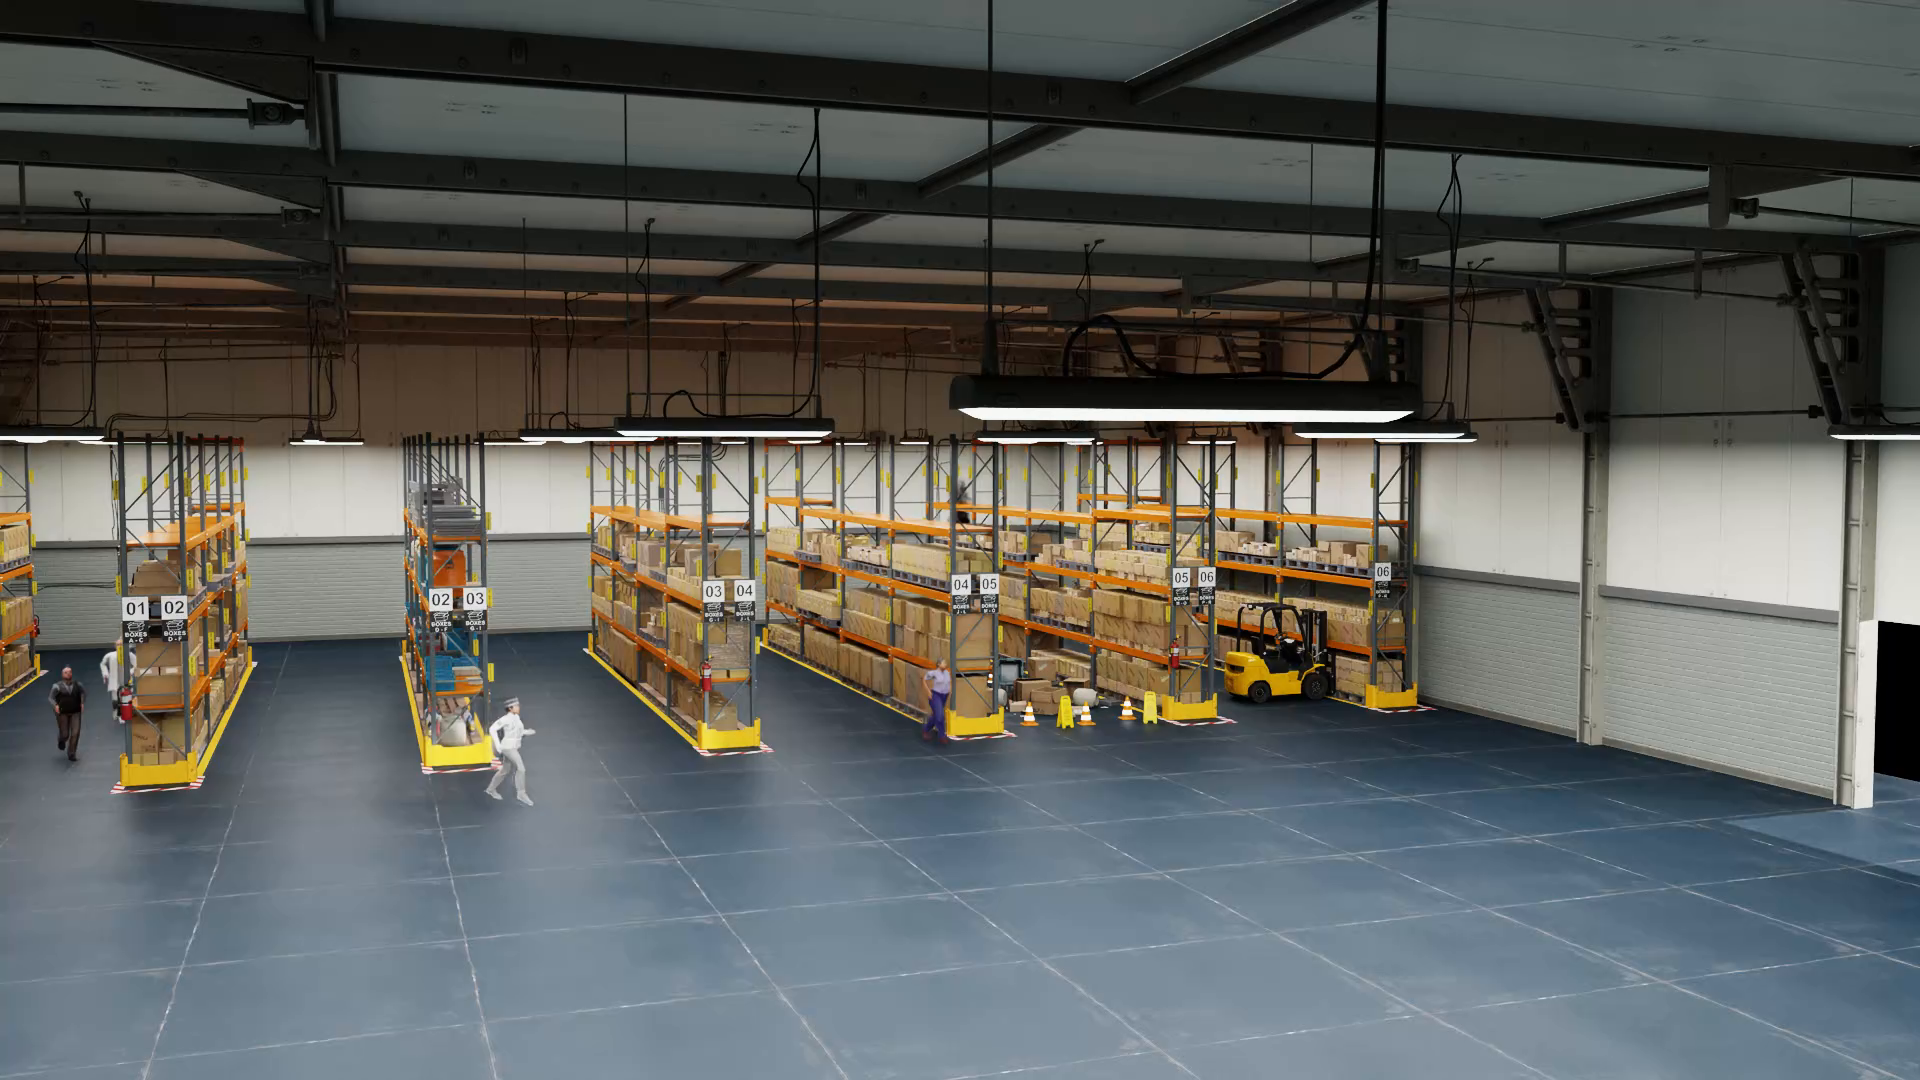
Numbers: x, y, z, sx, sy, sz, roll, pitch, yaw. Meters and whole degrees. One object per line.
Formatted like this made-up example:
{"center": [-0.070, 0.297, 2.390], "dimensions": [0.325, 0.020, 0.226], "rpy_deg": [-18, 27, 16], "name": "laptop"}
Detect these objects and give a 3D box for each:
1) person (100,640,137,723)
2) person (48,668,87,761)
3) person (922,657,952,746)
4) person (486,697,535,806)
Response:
{"center": [-17.398, 2.942, 34.439], "dimensions": [0.699, 1.736, 0.620], "rpy_deg": [-2, 4, -28], "name": "person"}
{"center": [-16.388, 3.190, 30.584], "dimensions": [0.654, 1.694, 0.733], "rpy_deg": [-3, 4, -39], "name": "person"}
{"center": [-0.406, 3.120, 32.308], "dimensions": [0.850, 1.661, 0.588], "rpy_deg": [3, 4, 40], "name": "person"}
{"center": [-7.233, 3.387, 26.704], "dimensions": [0.849, 1.739, 0.580], "rpy_deg": [0, 3, 4], "name": "person"}
